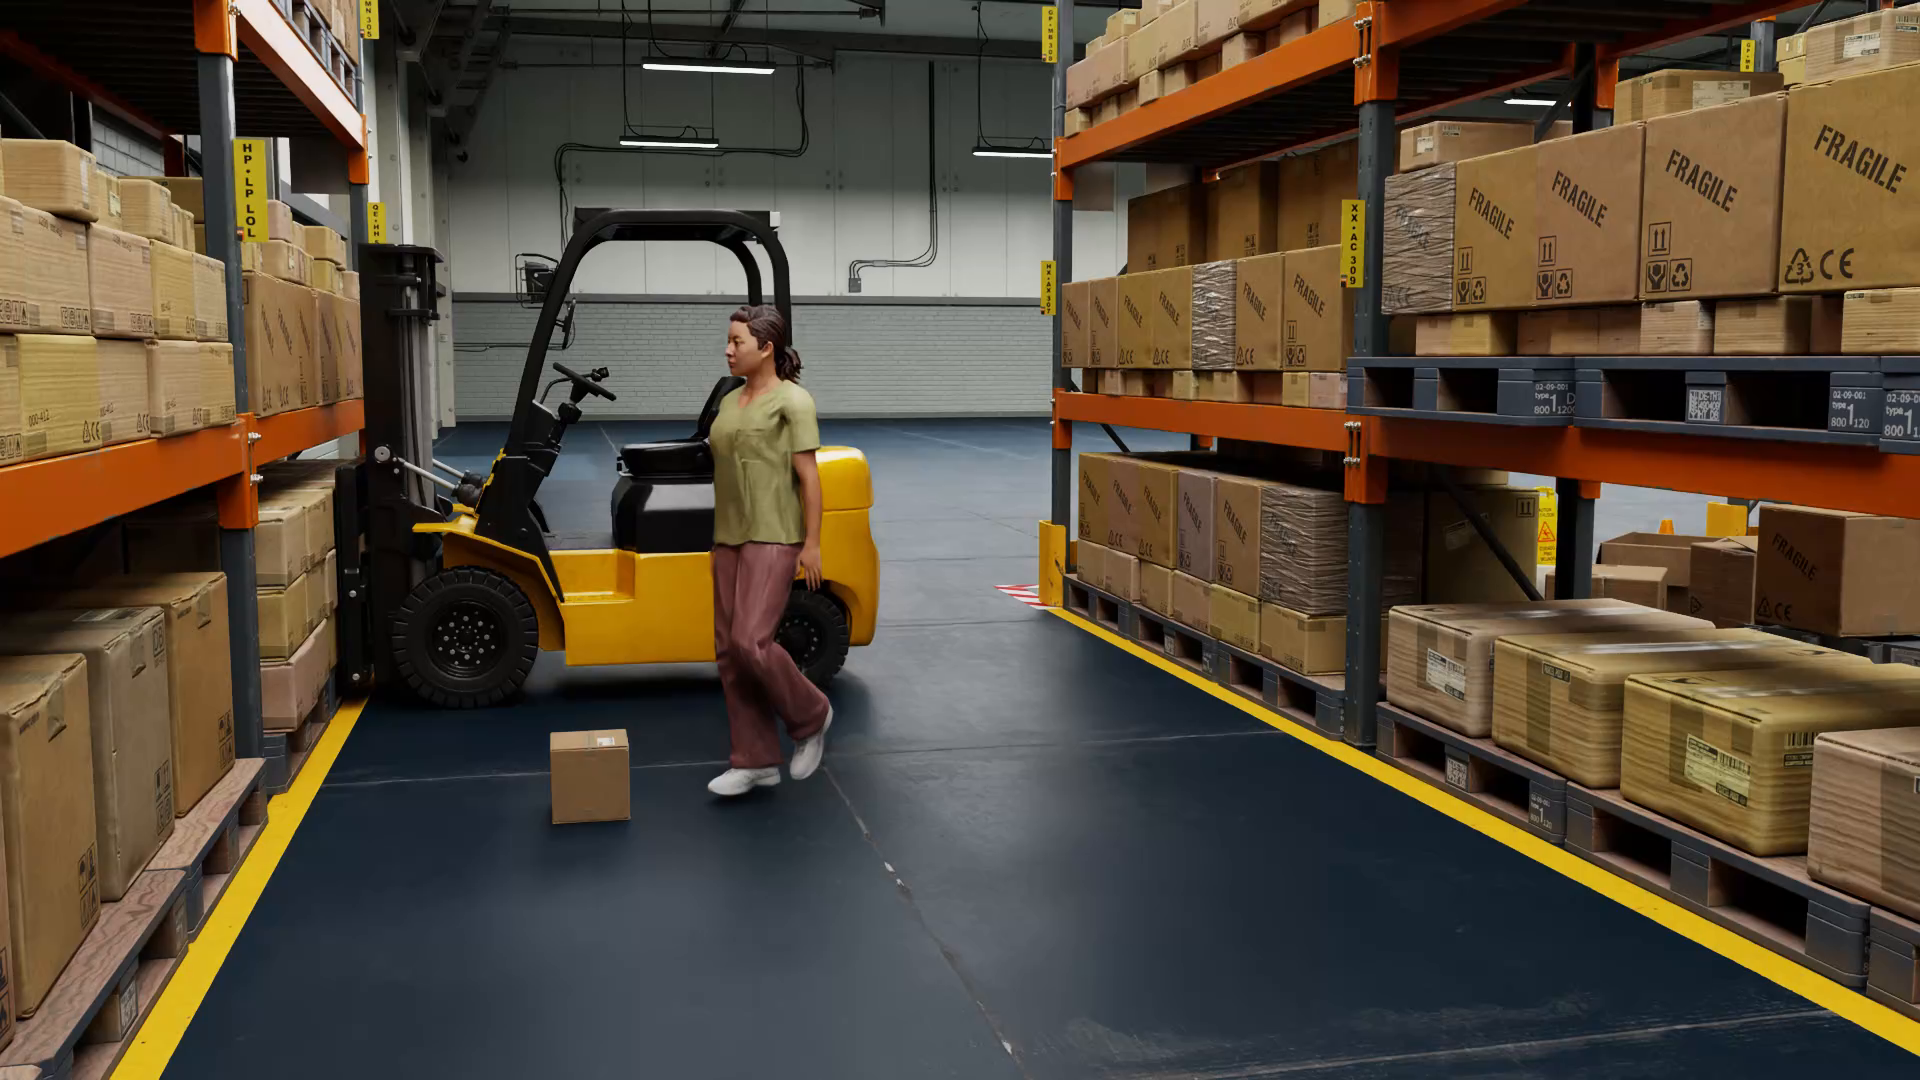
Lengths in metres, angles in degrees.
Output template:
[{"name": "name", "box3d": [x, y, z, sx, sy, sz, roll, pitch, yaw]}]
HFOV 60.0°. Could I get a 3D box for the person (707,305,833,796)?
[{"name": "person", "box3d": [-0.693, 0.029, 5.723, 0.487, 1.664, 0.486, 5, 8, 40]}]
